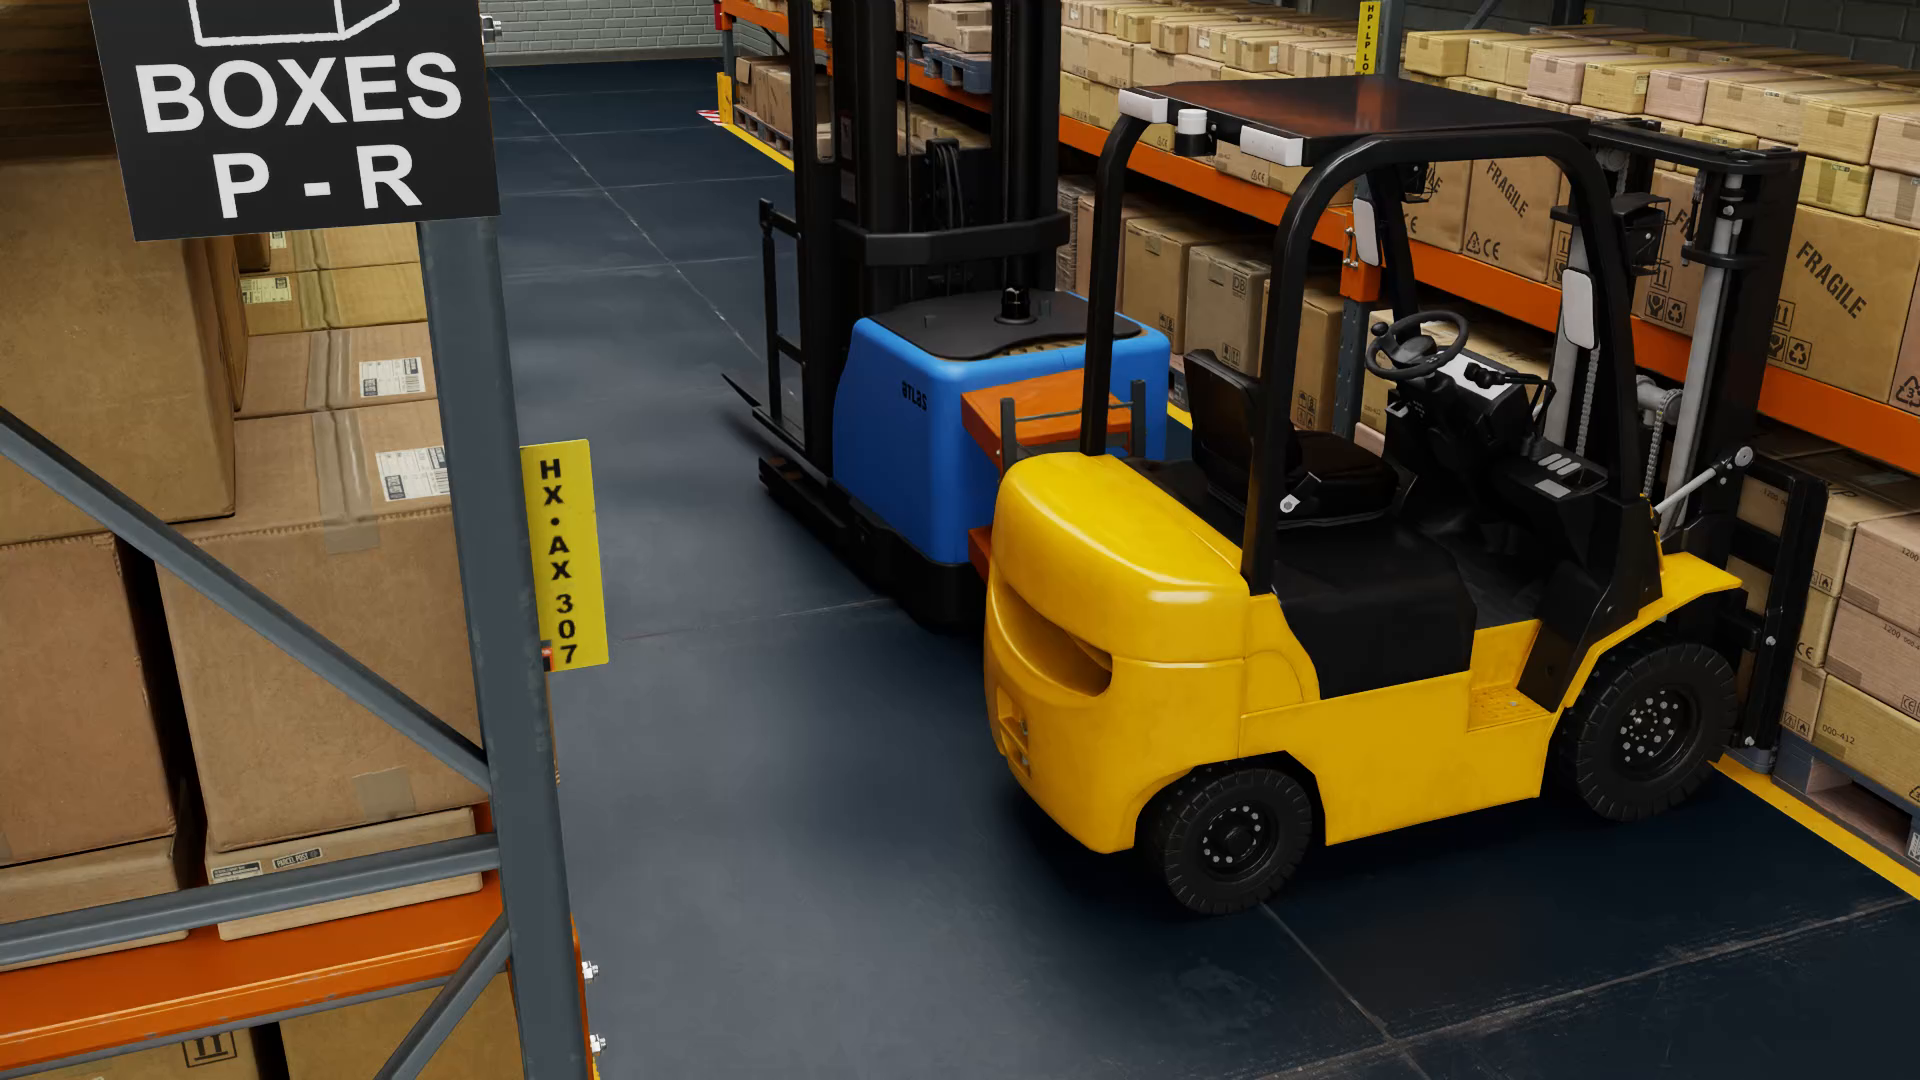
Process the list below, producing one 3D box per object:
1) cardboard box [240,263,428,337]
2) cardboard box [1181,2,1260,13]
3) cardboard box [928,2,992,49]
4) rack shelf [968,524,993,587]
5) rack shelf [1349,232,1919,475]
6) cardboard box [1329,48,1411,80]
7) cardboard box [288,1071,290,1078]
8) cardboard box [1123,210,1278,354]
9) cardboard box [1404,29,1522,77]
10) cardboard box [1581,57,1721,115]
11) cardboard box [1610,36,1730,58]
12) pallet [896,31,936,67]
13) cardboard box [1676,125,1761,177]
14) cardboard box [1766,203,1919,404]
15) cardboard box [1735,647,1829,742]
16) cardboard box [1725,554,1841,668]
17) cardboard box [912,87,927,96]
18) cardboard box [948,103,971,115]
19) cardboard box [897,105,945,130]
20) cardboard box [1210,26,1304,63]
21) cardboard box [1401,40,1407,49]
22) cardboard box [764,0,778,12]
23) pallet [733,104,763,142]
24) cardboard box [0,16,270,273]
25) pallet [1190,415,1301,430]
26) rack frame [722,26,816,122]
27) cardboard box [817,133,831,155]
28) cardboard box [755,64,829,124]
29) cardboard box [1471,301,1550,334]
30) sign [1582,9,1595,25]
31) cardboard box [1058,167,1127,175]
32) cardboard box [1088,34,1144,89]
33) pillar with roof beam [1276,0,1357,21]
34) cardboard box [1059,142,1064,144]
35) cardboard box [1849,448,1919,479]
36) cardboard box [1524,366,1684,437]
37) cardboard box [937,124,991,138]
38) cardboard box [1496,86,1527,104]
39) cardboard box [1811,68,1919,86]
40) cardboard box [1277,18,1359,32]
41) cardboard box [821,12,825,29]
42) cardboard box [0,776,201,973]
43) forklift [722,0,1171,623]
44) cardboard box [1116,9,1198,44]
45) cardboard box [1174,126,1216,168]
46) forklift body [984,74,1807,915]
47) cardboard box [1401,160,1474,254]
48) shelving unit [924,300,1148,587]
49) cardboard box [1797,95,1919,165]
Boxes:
[{"bbox_3d":[-1.313,-0.267,3.510,0.500,0.500,0.500,-9,24,-20],"label":"cardboard box"},{"bbox_3d":[1.485,-2.977,9.488,0.380,0.149,0.250,-8,24,-19],"label":"cardboard box"},{"bbox_3d":[0.102,-3.554,11.472,0.500,0.250,0.500,-10,25,-21],"label":"cardboard box"},{"bbox_3d":[0.278,0.040,6.289,0.538,0.278,1.000,-9,25,-13],"label":"rack shelf"},{"bbox_3d":[2.897,-0.579,5.687,1.077,0.370,4.000,-8,24,-19],"label":"rack shelf"},{"bbox_3d":[1.862,-2.076,7.348,0.380,0.149,0.250,-7,24,-17],"label":"cardboard box"},{"bbox_3d":[-1.751,1.126,3.715,0.500,0.250,0.500,-8,24,-19],"label":"cardboard box"},{"bbox_3d":[1.462,-1.480,9.416,0.875,0.625,0.625,-9,25,-21],"label":"cardboard box"},{"bbox_3d":[2.026,-1.962,6.697,0.380,0.149,0.250,-8,24,-18],"label":"cardboard box"},{"bbox_3d":[2.413,-1.590,5.814,0.380,0.149,0.250,-9,24,-20],"label":"cardboard box"},{"bbox_3d":[2.742,-1.853,6.438,0.380,0.149,0.250,-9,24,-19],"label":"cardboard box"},{"bbox_3d":[0.086,-3.708,12.432,1.003,0.211,1.213,-8,24,-19],"label":"pallet"},{"bbox_3d":[2.585,-1.265,5.426,0.380,0.149,0.250,-9,24,-20],"label":"cardboard box"},{"bbox_3d":[2.828,-0.748,5.035,0.500,0.500,0.500,-9,24,-20],"label":"cardboard box"},{"bbox_3d":[2.807,0.398,5.444,0.500,0.250,0.500,-8,24,-18],"label":"cardboard box"},{"bbox_3d":[2.770,0.157,5.371,0.500,0.250,0.500,-9,24,-20],"label":"cardboard box"},{"bbox_3d":[-0.236,-3.790,14.223,0.380,0.149,0.250,-9,25,-21],"label":"cardboard box"},{"bbox_3d":[0.118,-3.411,13.324,0.380,0.149,0.250,-8,24,-18],"label":"cardboard box"},{"bbox_3d":[-0.323,-3.342,13.160,0.380,0.149,0.250,-8,24,-19],"label":"cardboard box"},{"bbox_3d":[1.466,-2.444,8.223,0.380,0.149,0.250,-9,24,-20],"label":"cardboard box"},{"bbox_3d":[2.222,-2.244,7.747,0.380,0.149,0.250,-9,25,-21],"label":"cardboard box"},{"bbox_3d":[-1.668,-5.157,15.946,0.380,0.149,0.250,-8,24,-18],"label":"cardboard box"},{"bbox_3d":[-1.739,-4.395,17.406,1.003,0.211,1.213,-8,24,-19],"label":"pallet"},{"bbox_3d":[-1.918,-0.857,3.622,0.700,0.500,0.500,-9,24,-19],"label":"cardboard box"},{"bbox_3d":[1.894,-0.614,8.436,1.003,0.211,1.213,-8,24,-19],"label":"pallet"},{"bbox_3d":[-2.048,-5.997,17.617,1.000,3.000,0.127,-8,24,-19],"label":"rack frame"},{"bbox_3d":[-1.107,-3.586,15.025,0.380,0.149,0.250,-9,25,-21],"label":"cardboard box"},{"bbox_3d":[-1.655,-4.488,16.713,0.700,0.500,0.500,-7,24,-17],"label":"cardboard box"},{"bbox_3d":[2.546,-0.872,7.169,0.500,0.250,0.500,-8,24,-18],"label":"cardboard box"},{"bbox_3d":[2.710,-2.149,7.270,0.100,0.325,0.005,-8,24,-19],"label":"sign"},{"bbox_3d":[0.891,-2.324,11.579,0.500,0.500,0.500,-7,24,-17],"label":"cardboard box"},{"bbox_3d":[1.050,-2.682,9.301,0.500,0.250,0.500,-9,24,-20],"label":"cardboard box"},{"bbox_3d":[-1.946,-4.914,7.323,9.100,9.000,0.400,-8,24,-19],"label":"pillar with roof beam"},{"bbox_3d":[0.816,-2.763,11.787,0.380,0.149,0.250,-8,24,-17],"label":"cardboard box"},{"bbox_3d":[3.265,-0.136,5.422,0.500,0.250,0.500,-9,24,-19],"label":"cardboard box"},{"bbox_3d":[2.426,-0.439,6.142,0.500,0.250,0.500,-7,24,-17],"label":"cardboard box"},{"bbox_3d":[0.050,-2.965,12.265,0.380,0.149,0.250,-9,24,-20],"label":"cardboard box"},{"bbox_3d":[2.268,-1.645,6.328,0.380,0.149,0.250,-8,24,-19],"label":"cardboard box"},{"bbox_3d":[3.069,-1.478,5.549,0.380,0.149,0.250,-8,24,-17],"label":"cardboard box"},{"bbox_3d":[1.866,-2.610,8.615,0.380,0.149,0.250,-9,24,-19],"label":"cardboard box"},{"bbox_3d":[-0.984,-4.509,14.410,0.380,0.149,0.250,-8,24,-18],"label":"cardboard box"},{"bbox_3d":[-1.371,0.508,2.506,0.380,0.149,0.250,-8,24,-17],"label":"cardboard box"},{"bbox_3d":[-0.284,-1.572,7.205,1.130,2.935,3.031,-11,25,-24],"label":"forklift"},{"bbox_3d":[1.081,-2.812,9.095,0.380,0.149,0.250,-8,24,-18],"label":"cardboard box"},{"bbox_3d":[1.439,-2.082,8.520,0.500,0.250,0.500,-8,24,-19],"label":"cardboard box"},{"bbox_3d":[1.227,-0.231,5.029,2.313,2.155,1.214,-8,24,-19],"label":"forklift body"},{"bbox_3d":[2.103,-1.486,6.785,0.500,0.500,0.500,-9,24,-20],"label":"cardboard box"},{"bbox_3d":[0.267,-0.182,6.188,0.538,1.125,1.048,-9,25,-13],"label":"shelving unit"},{"bbox_3d":[2.736,-1.217,4.928,0.380,0.149,0.250,-8,24,-18],"label":"cardboard box"}]
